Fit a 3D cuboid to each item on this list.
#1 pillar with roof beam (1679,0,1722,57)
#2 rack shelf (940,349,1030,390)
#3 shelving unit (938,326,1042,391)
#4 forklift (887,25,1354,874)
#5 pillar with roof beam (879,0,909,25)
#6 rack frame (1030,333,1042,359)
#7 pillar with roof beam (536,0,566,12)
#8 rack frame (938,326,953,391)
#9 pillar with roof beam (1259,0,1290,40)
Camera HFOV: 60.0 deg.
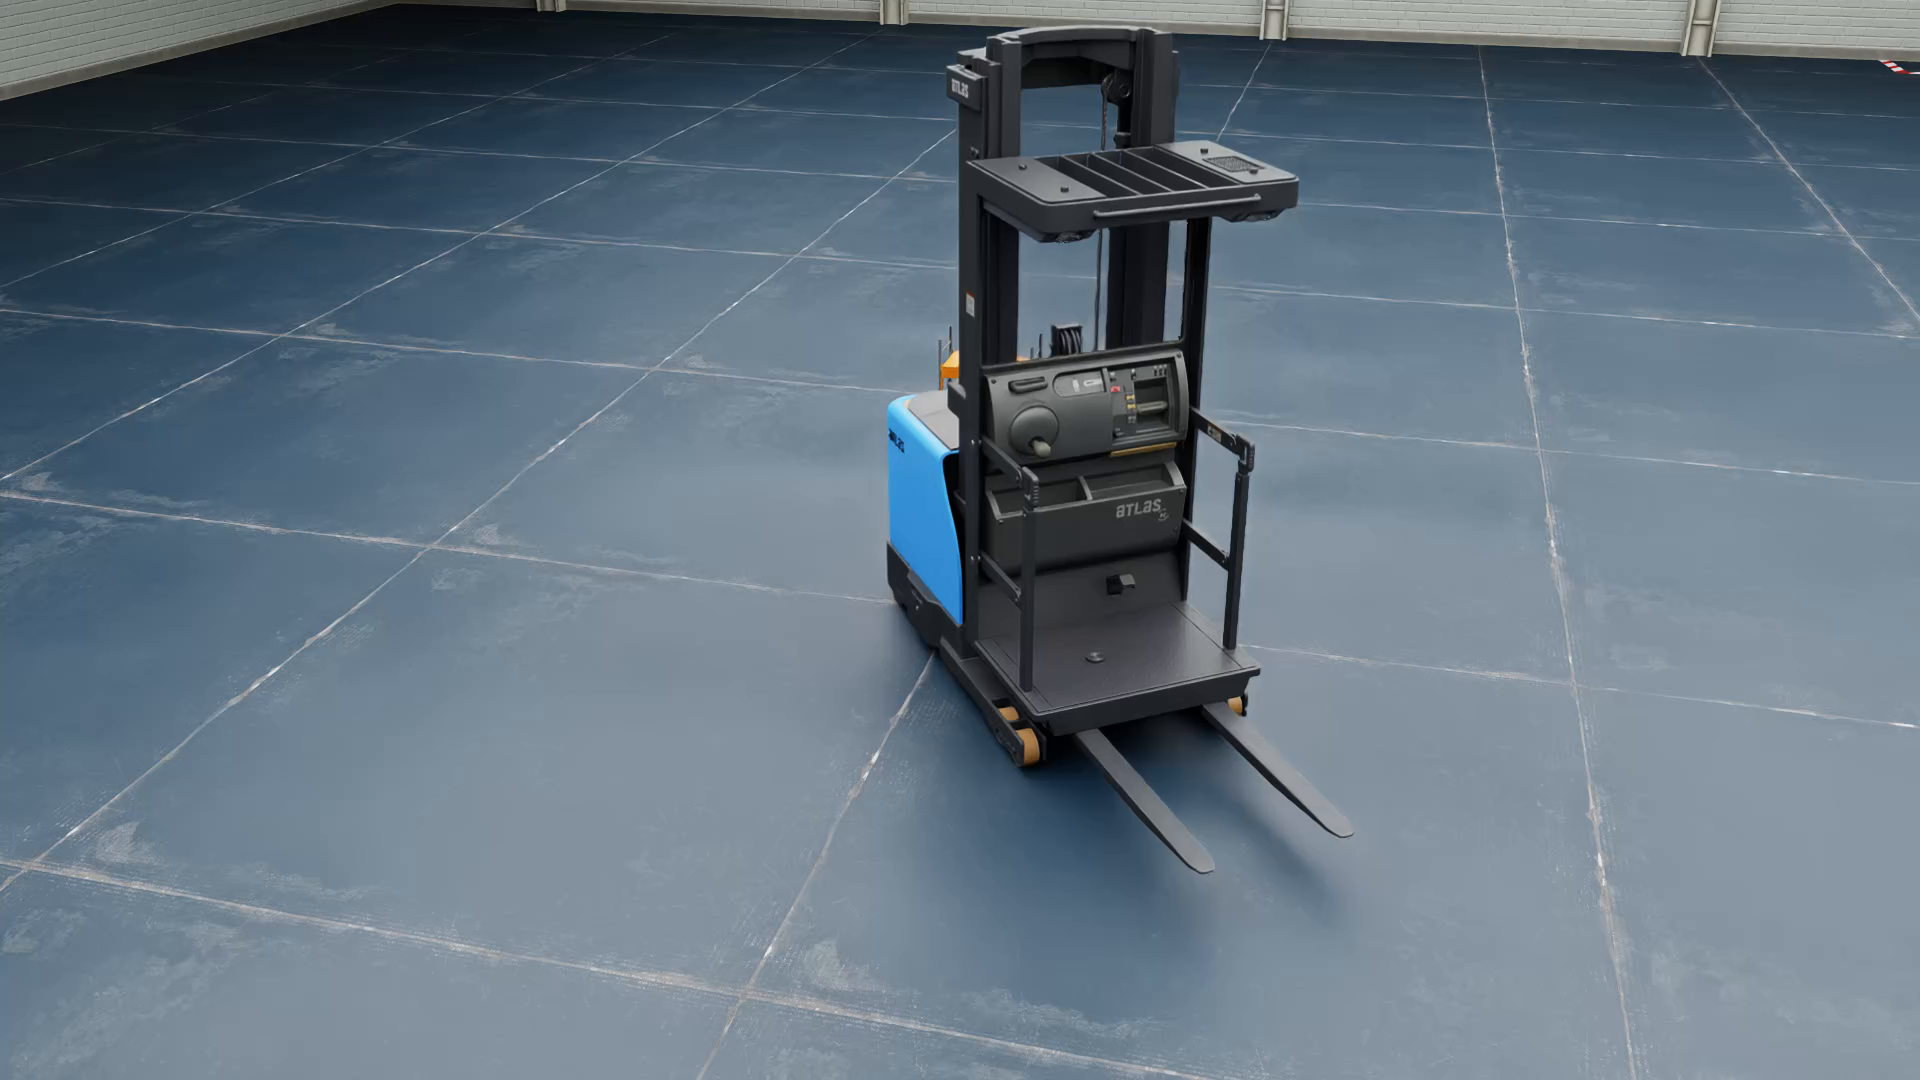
[{"bbox_3d":[9.501,-9.255,18.220,0.400,9.000,9.100,6,26,13],"label":"pillar with roof beam"},{"bbox_3d":[0.160,-0.879,8.786,0.480,0.148,0.258,6,26,13],"label":"rack shelf"},{"bbox_3d":[0.160,-0.524,8.955,0.503,1.200,0.258,6,26,13],"label":"shelving unit"},{"bbox_3d":[0.641,-0.548,6.991,1.130,2.935,3.031,-10,27,-20],"label":"forklift"},{"bbox_3d":[-2.121,-10.539,20.919,0.400,9.000,9.100,6,26,13],"label":"pillar with roof beam"},{"bbox_3d":[0.397,-0.498,8.900,0.015,1.200,0.240,6,26,13],"label":"rack frame"},{"bbox_3d":[-7.932,-11.182,22.268,0.400,9.000,9.100,6,26,13],"label":"pillar with roof beam"},{"bbox_3d":[-0.076,-0.550,9.010,0.015,1.200,0.240,6,26,13],"label":"rack frame"},{"bbox_3d":[3.690,-9.897,19.569,0.400,9.000,9.100,6,26,13],"label":"pillar with roof beam"}]
